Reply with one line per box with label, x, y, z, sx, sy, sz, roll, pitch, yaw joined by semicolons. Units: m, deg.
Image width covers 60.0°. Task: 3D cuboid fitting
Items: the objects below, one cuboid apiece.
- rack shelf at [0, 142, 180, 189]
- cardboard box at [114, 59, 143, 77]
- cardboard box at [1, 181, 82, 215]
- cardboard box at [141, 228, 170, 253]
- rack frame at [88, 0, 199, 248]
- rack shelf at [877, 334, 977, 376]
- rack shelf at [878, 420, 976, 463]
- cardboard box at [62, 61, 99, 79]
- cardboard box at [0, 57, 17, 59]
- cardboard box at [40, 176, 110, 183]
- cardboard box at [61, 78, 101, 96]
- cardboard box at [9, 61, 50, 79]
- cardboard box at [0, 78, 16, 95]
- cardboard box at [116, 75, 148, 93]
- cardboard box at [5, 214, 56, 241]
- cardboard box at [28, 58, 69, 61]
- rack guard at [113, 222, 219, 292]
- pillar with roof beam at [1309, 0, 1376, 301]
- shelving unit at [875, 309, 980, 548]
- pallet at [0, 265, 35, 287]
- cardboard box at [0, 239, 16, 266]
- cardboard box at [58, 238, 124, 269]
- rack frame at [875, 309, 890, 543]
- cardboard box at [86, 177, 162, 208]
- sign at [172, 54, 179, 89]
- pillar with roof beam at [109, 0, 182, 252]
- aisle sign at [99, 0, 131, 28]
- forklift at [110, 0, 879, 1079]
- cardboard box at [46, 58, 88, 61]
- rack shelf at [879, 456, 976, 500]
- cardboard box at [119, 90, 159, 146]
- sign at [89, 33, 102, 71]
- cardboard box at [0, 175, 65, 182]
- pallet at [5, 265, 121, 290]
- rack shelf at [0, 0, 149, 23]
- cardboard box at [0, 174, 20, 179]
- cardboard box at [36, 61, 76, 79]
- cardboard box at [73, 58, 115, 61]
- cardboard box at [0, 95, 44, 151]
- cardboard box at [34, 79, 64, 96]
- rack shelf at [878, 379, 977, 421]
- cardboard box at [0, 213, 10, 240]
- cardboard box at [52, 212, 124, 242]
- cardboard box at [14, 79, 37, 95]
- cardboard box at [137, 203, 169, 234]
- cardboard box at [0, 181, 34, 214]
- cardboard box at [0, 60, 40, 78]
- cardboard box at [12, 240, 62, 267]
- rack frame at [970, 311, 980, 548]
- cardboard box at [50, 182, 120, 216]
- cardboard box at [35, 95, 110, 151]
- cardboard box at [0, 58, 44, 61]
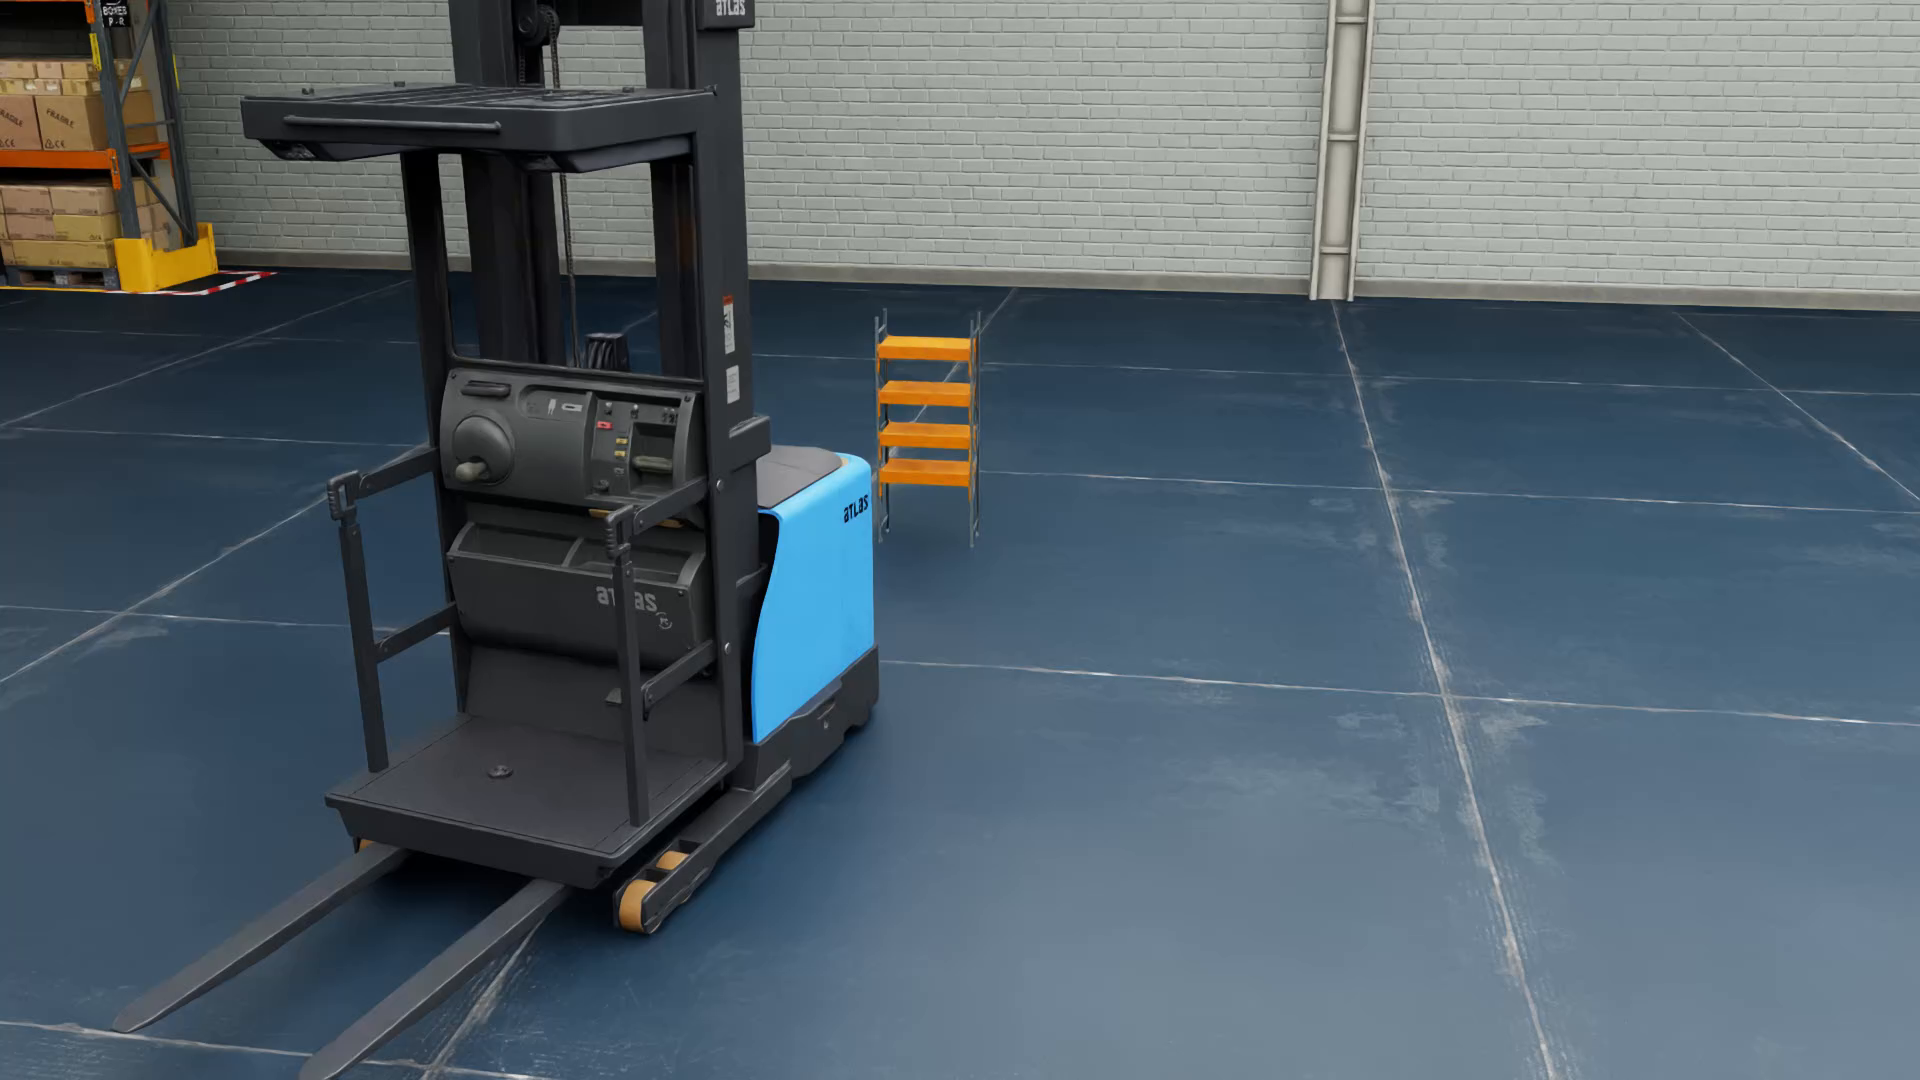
rack shelf;-9.800;-3.742;16.394;4.000;0.370;1.077;3;19;9
cardboard box;-8.123;-4.563;16.063;0.250;0.149;0.380;3;19;8
cardboard box;-8.835;-3.301;16.038;0.500;0.250;0.500;3;19;10
cardboard box;-8.279;-2.964;16.605;0.500;0.250;0.500;3;19;9
rack frame;-7.825;-3.983;15.979;0.127;3.000;1.000;3;19;9
rack shelf;-0.163;-0.950;8.513;0.480;0.148;0.258;3;19;9
rack shelf;-0.163;-0.514;8.659;0.480;0.148;0.258;3;19;9
cardboard box;-8.212;-4.431;15.669;0.250;0.149;0.380;3;19;9
cardboard box;-9.389;-4.662;16.360;0.250;0.149;0.380;2;19;7
cardboard box;-8.764;-3.460;16.511;0.500;0.250;0.500;3;19;9
cardboard box;-8.212;-4.267;15.650;0.250;0.149;0.380;3;19;9
cardboard box;-8.724;-4.438;15.691;0.250;0.149;0.380;3;19;10
cardboard box;-8.959;-4.319;15.805;0.250;0.149;0.380;3;19;8
cardboard box;-8.119;-4.436;16.154;0.250;0.149;0.380;2;19;7
cardboard box;-8.849;-3.070;16.135;0.500;0.250;0.500;3;19;8
cardboard box;-8.881;-4.612;16.212;0.250;0.149;0.380;3;19;9
rack guard;-7.802;-2.796;16.372;0.348;0.500;1.175;3;19;9
pillar with roof beam;2.795;-5.192;10.140;0.400;9.000;9.100;3;19;9
shelving unit;-0.163;-0.577;8.638;0.503;1.200;0.258;3;19;9
pallet;-9.788;-2.748;16.683;1.213;0.211;1.003;3;19;9
cardboard box;-9.321;-2.859;16.291;0.500;0.250;0.500;3;19;9
cardboard box;-8.339;-2.803;16.123;0.500;0.250;0.500;3;19;9
rack frame;-0.404;-0.590;8.674;0.015;1.200;0.240;3;19;9
cardboard box;-8.270;-3.435;16.439;0.500;0.250;0.500;3;19;8
sign;-7.731;-4.604;16.347;0.005;0.325;0.100;3;19;9
pillar with roof beam;-9.053;-5.796;11.945;0.400;9.000;9.100;3;19;9
aisle sign;-7.807;-5.120;15.281;0.004;0.787;0.394;3;19;9
forklift;-1.341;-0.319;5.138;1.130;2.935;3.031;7;20;20
cardboard box;-8.639;-4.595;16.161;0.250;0.149;0.380;3;19;10
rack shelf;-0.163;-0.325;8.722;0.480;0.148;0.258;3;19;9
cardboard box;-8.270;-4.142;16.297;0.500;0.500;0.500;4;19;10
sign;-7.925;-4.475;15.251;0.005;0.325;0.100;3;19;9
cardboard box;-9.256;-3.488;16.596;0.500;0.250;0.500;3;19;8
pallet;-8.587;-2.686;16.497;1.213;0.211;1.003;3;19;9
rack shelf;-9.800;-5.165;15.918;4.000;0.370;1.077;3;19;9
cardboard box;-9.761;-3.516;16.680;0.500;0.250;0.500;3;19;8
cardboard box;-8.461;-4.433;15.677;0.250;0.149;0.380;3;19;9
cardboard box;-8.376;-4.596;16.162;0.250;0.149;0.380;4;19;11
cardboard box;-8.864;-4.002;15.878;0.500;0.500;0.500;4;19;10
cardboard box;-8.469;-4.271;15.660;0.250;0.149;0.380;3;19;10
rack shelf;-0.163;-0.726;8.588;0.480;0.148;0.258;3;19;9
cardboard box;-9.362;-3.090;16.193;0.500;0.250;0.500;2;19;7
cardboard box;-8.356;-3.041;16.050;0.500;0.250;0.500;3;19;8
cardboard box;-8.716;-4.303;15.757;0.250;0.149;0.380;3;19;10
cardboard box;-8.257;-3.204;16.534;0.500;0.250;0.500;3;19;10
cardboard box;-9.334;-3.324;16.105;0.500;0.250;0.500;3;19;9
cardboard box;-8.958;-4.474;15.798;0.250;0.149;0.380;3;19;9
cardboard box;-8.829;-2.831;16.207;0.500;0.250;0.500;3;19;9
rack frame;0.077;-0.565;8.601;0.015;1.200;0.240;3;19;9
cardboard box;-8.330;-3.277;15.967;0.500;0.250;0.500;4;19;10
cardboard box;-8.353;-3.973;15.791;0.500;0.500;0.500;3;19;7
cardboard box;-9.145;-4.618;16.228;0.250;0.149;0.380;4;19;10
